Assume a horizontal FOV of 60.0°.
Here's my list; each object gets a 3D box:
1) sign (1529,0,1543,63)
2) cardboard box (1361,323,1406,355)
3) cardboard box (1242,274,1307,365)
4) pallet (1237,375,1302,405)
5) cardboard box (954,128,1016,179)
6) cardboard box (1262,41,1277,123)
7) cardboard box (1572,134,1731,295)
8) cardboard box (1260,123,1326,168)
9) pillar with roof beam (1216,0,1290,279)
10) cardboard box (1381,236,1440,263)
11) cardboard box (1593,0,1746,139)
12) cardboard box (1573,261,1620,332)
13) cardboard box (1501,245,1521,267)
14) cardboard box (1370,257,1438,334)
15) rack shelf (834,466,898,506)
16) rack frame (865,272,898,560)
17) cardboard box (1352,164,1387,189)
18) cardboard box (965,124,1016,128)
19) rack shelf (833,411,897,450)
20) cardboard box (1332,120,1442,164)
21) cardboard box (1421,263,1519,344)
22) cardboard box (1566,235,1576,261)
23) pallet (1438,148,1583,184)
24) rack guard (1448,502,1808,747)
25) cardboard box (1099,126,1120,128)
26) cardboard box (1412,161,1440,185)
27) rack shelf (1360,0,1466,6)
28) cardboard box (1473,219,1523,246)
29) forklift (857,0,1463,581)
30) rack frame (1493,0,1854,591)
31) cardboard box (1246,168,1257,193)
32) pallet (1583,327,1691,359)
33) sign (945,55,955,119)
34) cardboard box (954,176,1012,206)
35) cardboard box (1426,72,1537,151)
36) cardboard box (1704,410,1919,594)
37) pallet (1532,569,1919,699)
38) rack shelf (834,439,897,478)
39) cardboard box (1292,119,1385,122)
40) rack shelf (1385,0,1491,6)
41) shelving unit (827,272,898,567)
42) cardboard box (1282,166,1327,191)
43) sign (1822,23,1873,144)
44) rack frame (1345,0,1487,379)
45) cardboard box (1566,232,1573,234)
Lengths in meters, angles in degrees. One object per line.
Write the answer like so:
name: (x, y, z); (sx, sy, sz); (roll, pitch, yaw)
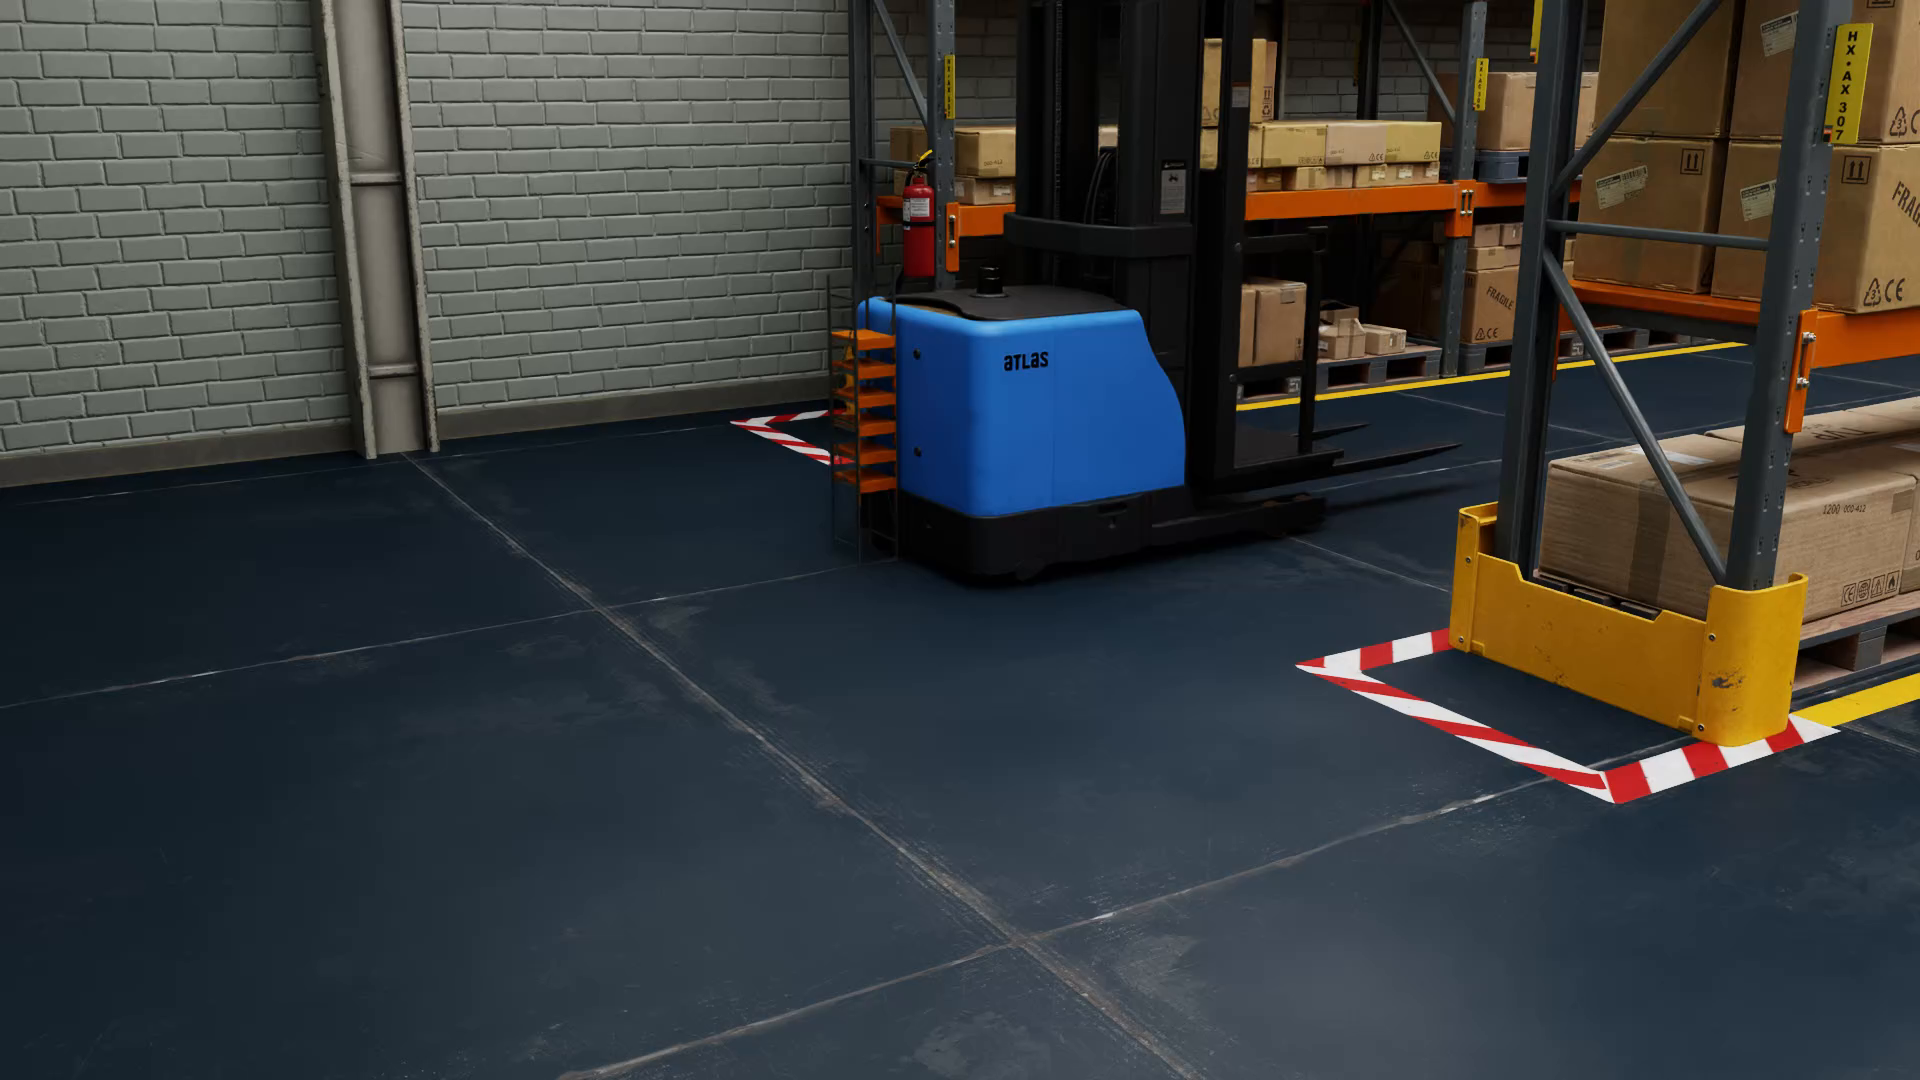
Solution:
sign: (1.956, -1.760, 5.548); (0.005, 0.325, 0.100); (-9, 18, -30)
cardboard box: (2.766, -1.349, 11.169); (0.250, 0.149, 0.380); (-10, 18, -31)
cardboard box: (1.880, -1.425, 10.788); (0.500, 0.500, 0.700); (-10, 19, -32)
pallet: (1.457, -1.056, 10.787); (1.213, 0.211, 1.003); (-9, 18, -30)
cardboard box: (0.192, -2.181, 9.359); (0.500, 0.250, 0.500); (-9, 18, -29)
cardboard box: (1.679, -2.952, 10.720); (0.500, 0.500, 0.500); (-10, 18, -31)
cardboard box: (2.501, -1.138, 5.725); (0.500, 0.500, 0.500); (-9, 18, -29)
cardboard box: (1.926, -2.469, 10.389); (0.500, 0.250, 0.500); (-9, 18, -30)
pillar with roof beam: (4.249, -4.669, 7.395); (0.400, 9.000, 9.100); (-9, 18, -30)
cardboard box: (3.260, -2.094, 11.973); (0.250, 0.149, 0.380); (-10, 19, -32)
cardboard box: (2.514, -1.613, 5.568); (0.500, 0.500, 0.500); (-9, 18, -28)
cardboard box: (4.505, -1.823, 12.211); (0.500, 0.500, 0.500); (-10, 18, -31)
cardboard box: (3.735, -2.021, 11.712); (0.250, 0.149, 0.380); (-10, 18, -31)
cardboard box: (3.361, -1.800, 12.128); (0.500, 0.500, 0.500); (-9, 18, -30)
rack shelf: (-0.408, -0.232, 7.069); (0.180, 0.103, 0.258); (-10, 18, -32)
rack frame: (-0.331, -0.519, 7.040); (0.006, 1.200, 0.240); (-10, 18, -32)
cardboard box: (2.527, -2.358, 10.731); (0.250, 0.149, 0.380); (-9, 18, -28)
cardboard box: (0.364, -2.377, 10.058); (0.500, 0.250, 0.500); (-9, 18, -30)
rack shelf: (-0.408, -0.463, 7.004); (0.180, 0.103, 0.258); (-10, 18, -32)
cardboard box: (2.782, -2.609, 10.886); (0.500, 0.250, 0.500); (-9, 18, -28)
cardboard box: (3.623, -1.679, 11.694); (0.500, 0.500, 0.500); (-8, 18, -27)
cardboard box: (4.410, -2.126, 12.089); (0.250, 0.149, 0.380); (-9, 18, -30)
pallet: (3.834, -2.658, 11.692); (1.213, 0.211, 1.003); (-9, 18, -30)
rack guard: (2.203, 0.246, 5.607); (0.348, 0.500, 1.175); (-9, 18, -30)
cardboard box: (1.057, -2.322, 9.863); (0.500, 0.250, 0.500); (-10, 18, -31)
cardboard box: (2.950, -2.441, 11.027); (0.250, 0.149, 0.380); (-9, 18, -29)
rack shelf: (1.378, -3.485, 10.060); (4.000, 0.370, 1.077); (-9, 18, -30)
cardboard box: (3.735, -2.155, 11.639); (0.250, 0.149, 0.380); (-10, 19, -32)
forklift: (1.058, -1.529, 7.435); (3.031, 2.935, 1.130); (-10, 18, -32)
rack frame: (2.224, -0.961, 5.281); (0.127, 3.000, 1.000); (-9, 18, -30)
cardboard box: (1.618, -2.231, 10.276); (0.250, 0.149, 0.380); (-9, 18, -30)
pallet: (4.817, -1.615, 12.779); (1.213, 0.211, 1.003); (-9, 18, -30)
sign: (-0.056, -2.400, 8.811); (0.005, 0.325, 0.100); (-9, 18, -30)
cardboard box: (0.087, -1.970, 9.347); (0.250, 0.149, 0.380); (-9, 18, -30)
cardboard box: (3.623, -2.931, 11.345); (0.500, 0.500, 0.700); (-9, 18, -28)
cardboard box: (3.518, -0.174, 6.441); (0.875, 0.438, 0.875); (-9, 18, -28)
pallet: (2.869, 0.252, 6.119); (1.213, 0.211, 1.003); (-9, 18, -30)
rack shelf: (-0.408, -0.348, 7.036); (0.180, 0.103, 0.258); (-10, 18, -32)
cardboard box: (2.529, -2.730, 11.317); (0.500, 0.250, 0.500); (-9, 18, -30)
rack shelf: (4.807, -4.041, 12.044); (4.000, 0.370, 1.077); (-9, 18, -30)
shelving unit: (-0.408, -0.506, 6.992); (0.189, 1.200, 0.258); (-10, 18, -32)
cardboard box: (2.084, -2.286, 10.474); (0.250, 0.149, 0.380); (-10, 18, -31)
sign: (2.504, -1.287, 4.692); (0.005, 0.325, 0.100); (-9, 18, -30)
rack frame: (3.093, -2.665, 11.360); (0.127, 3.000, 1.000); (-9, 18, -30)
cardboard box: (4.580, -2.312, 12.751); (0.250, 0.149, 0.380); (-10, 19, -32)
